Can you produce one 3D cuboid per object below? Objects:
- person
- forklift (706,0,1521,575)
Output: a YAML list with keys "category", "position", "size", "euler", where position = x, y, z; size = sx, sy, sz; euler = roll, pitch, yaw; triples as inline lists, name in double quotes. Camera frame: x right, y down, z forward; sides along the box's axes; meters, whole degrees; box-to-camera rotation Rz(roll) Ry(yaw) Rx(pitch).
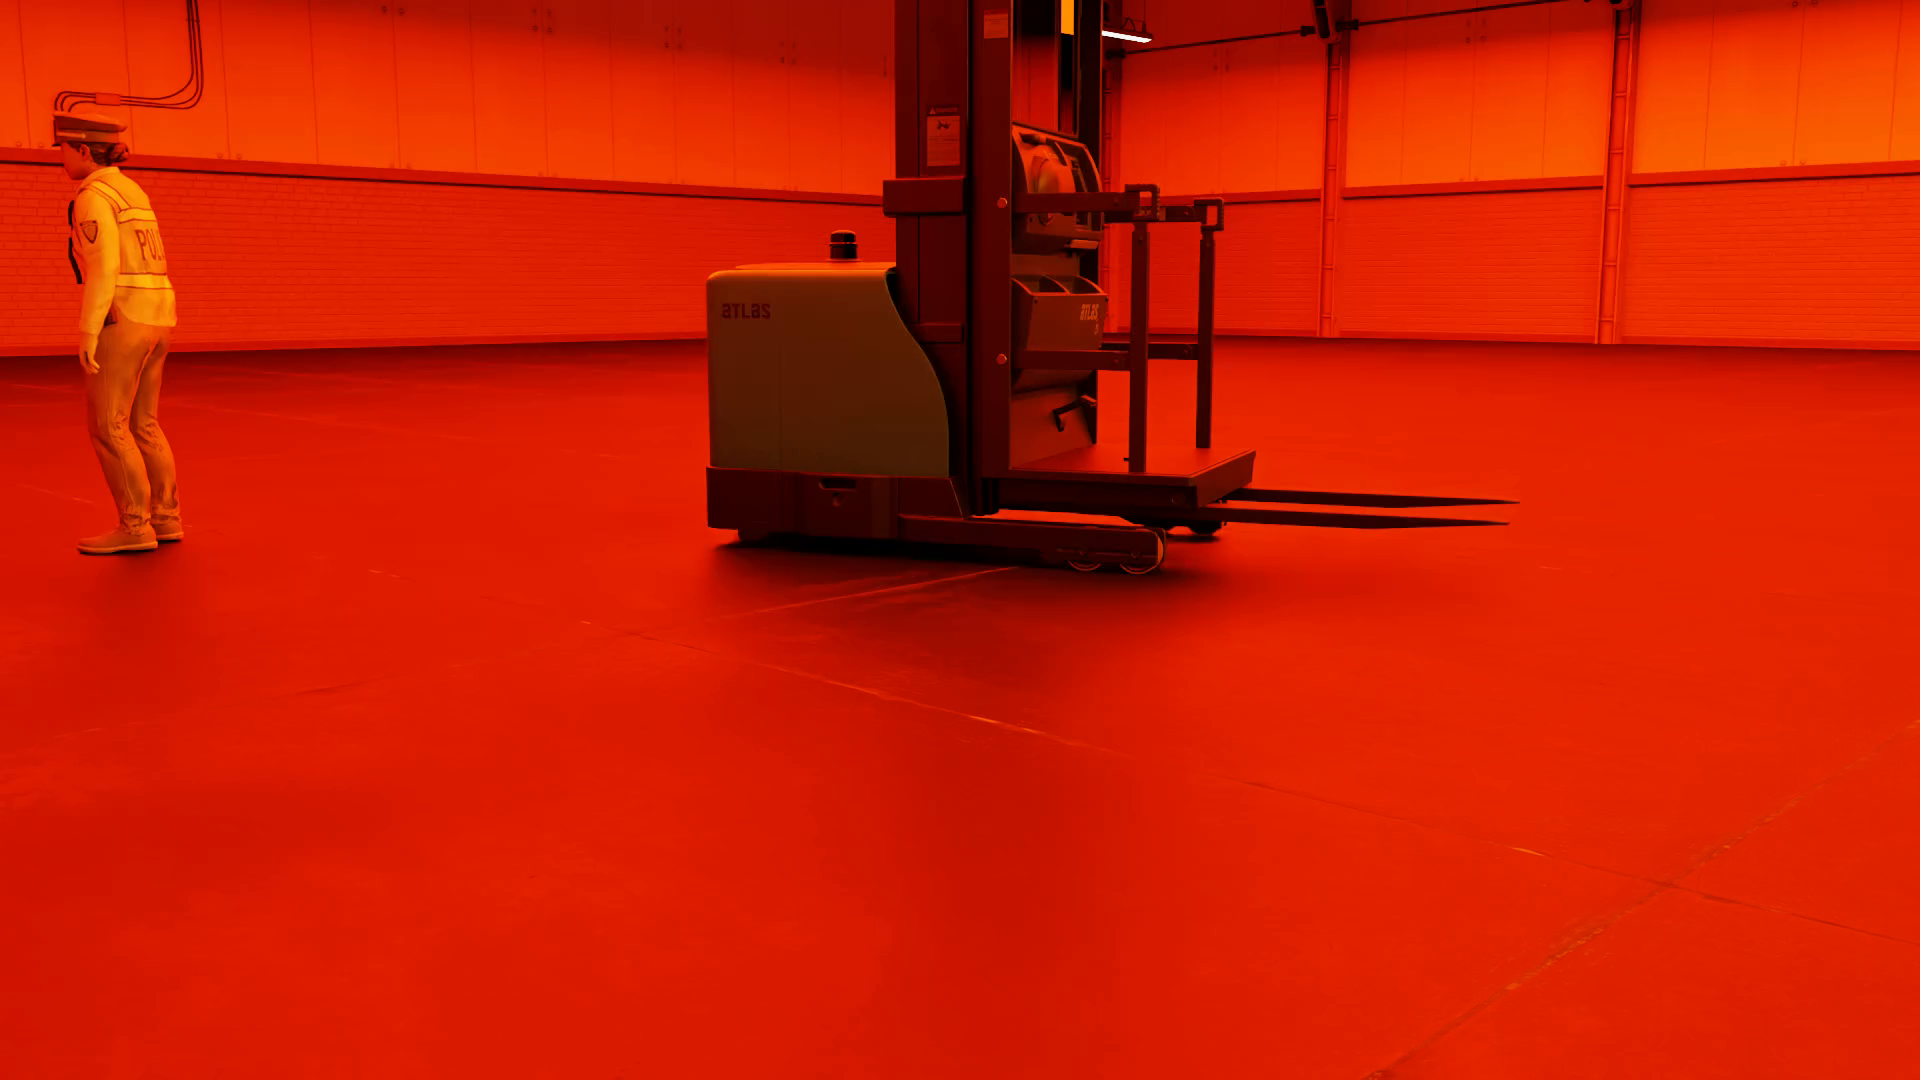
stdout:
- category: "person"
  position: [-3.229, -0.793, 6.398]
  size: [0.371, 1.666, 0.547]
  euler: [-1, 9, -5]
- category: "forklift"
  position: [0.565, -1.416, 6.275]
  size: [3.031, 2.935, 1.130]
  euler: [3, 9, 22]
